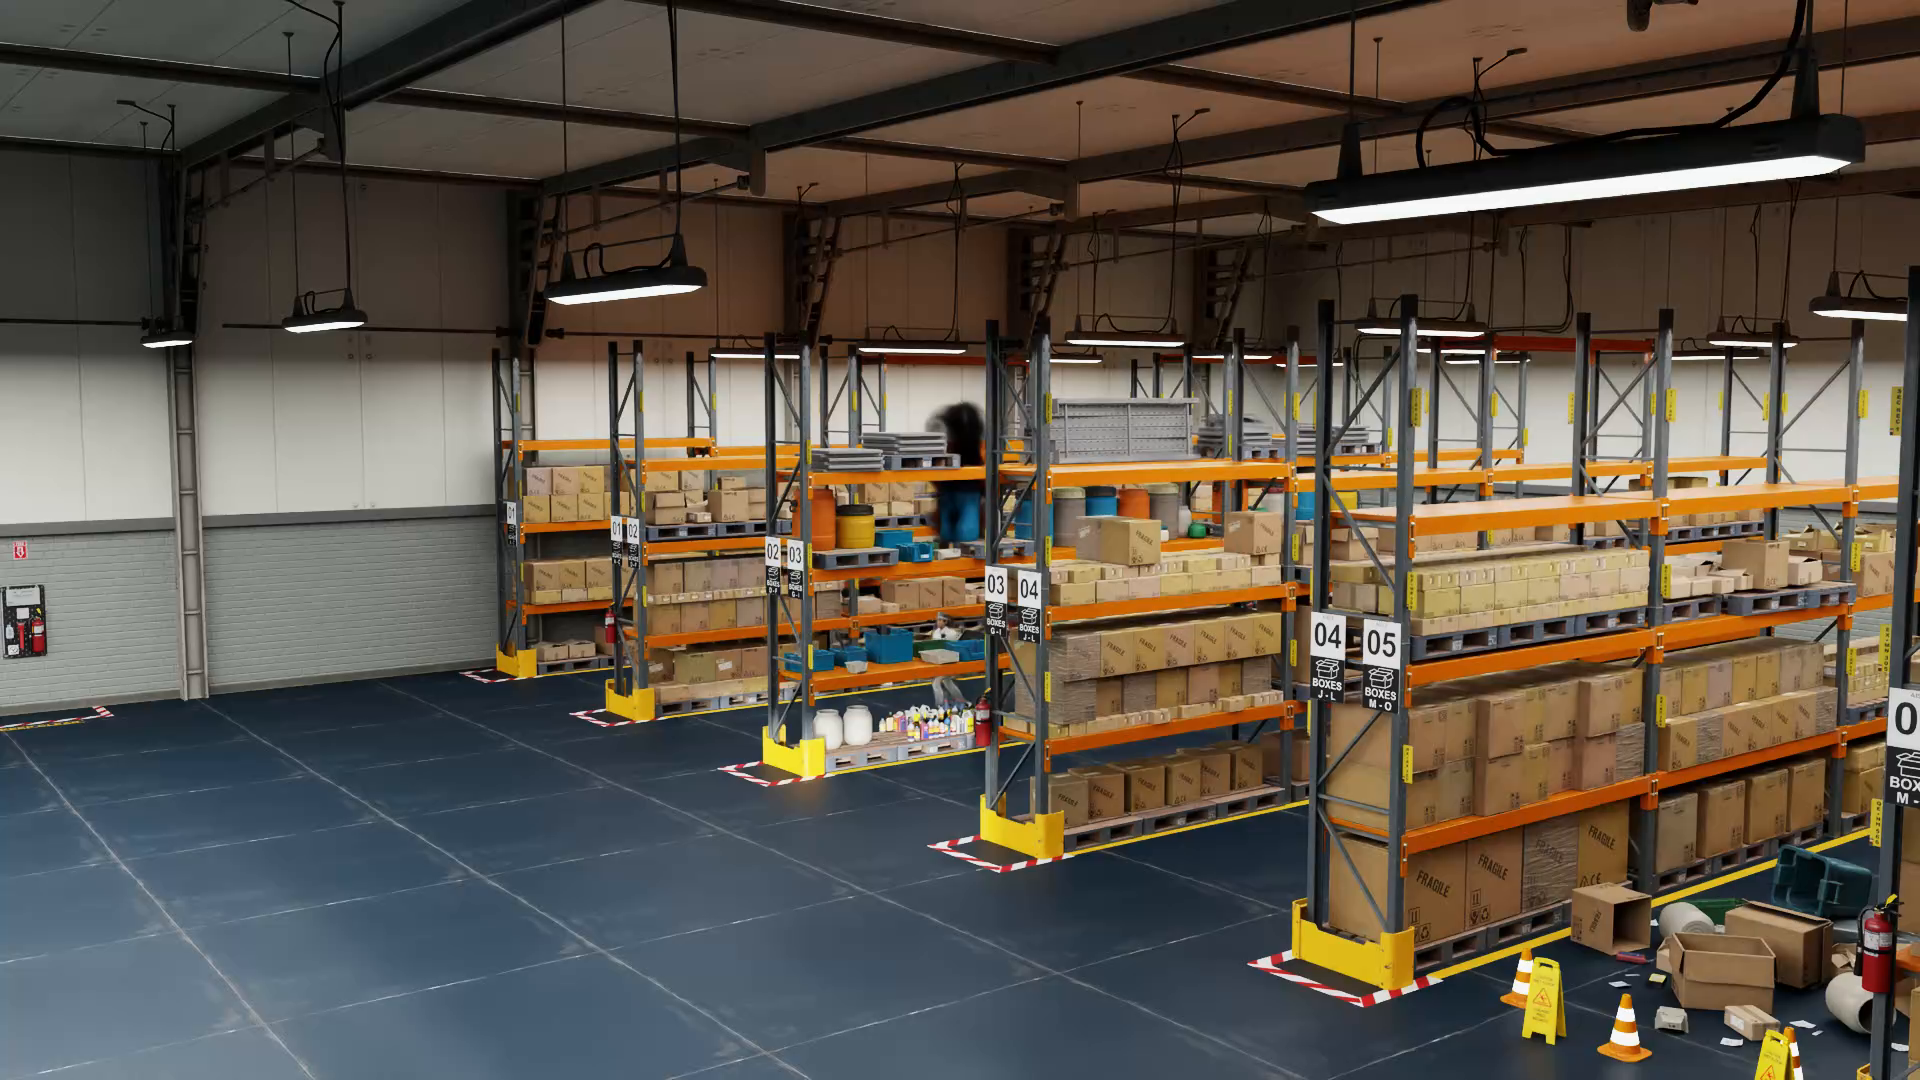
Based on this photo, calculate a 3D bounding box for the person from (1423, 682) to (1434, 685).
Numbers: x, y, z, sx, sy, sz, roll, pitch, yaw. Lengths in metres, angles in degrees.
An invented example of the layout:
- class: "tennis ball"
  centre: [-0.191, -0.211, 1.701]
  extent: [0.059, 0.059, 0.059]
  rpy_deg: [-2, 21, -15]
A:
- class: "person"
  centre: [5.964, 2.535, 20.848]
  extent: [0.646, 1.593, 0.734]
  rpy_deg: [-4, 6, -36]

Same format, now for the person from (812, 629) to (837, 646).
- class: "person"
  centre: [-2.586, 1.502, 31.726]
  extent: [0.693, 1.789, 0.721]
  rpy_deg: [5, 7, 42]

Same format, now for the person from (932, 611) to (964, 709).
- class: "person"
  centre: [-0.236, 1.996, 26.484]
  extent: [0.830, 1.747, 0.564]
  rpy_deg: [-3, 6, -30]
